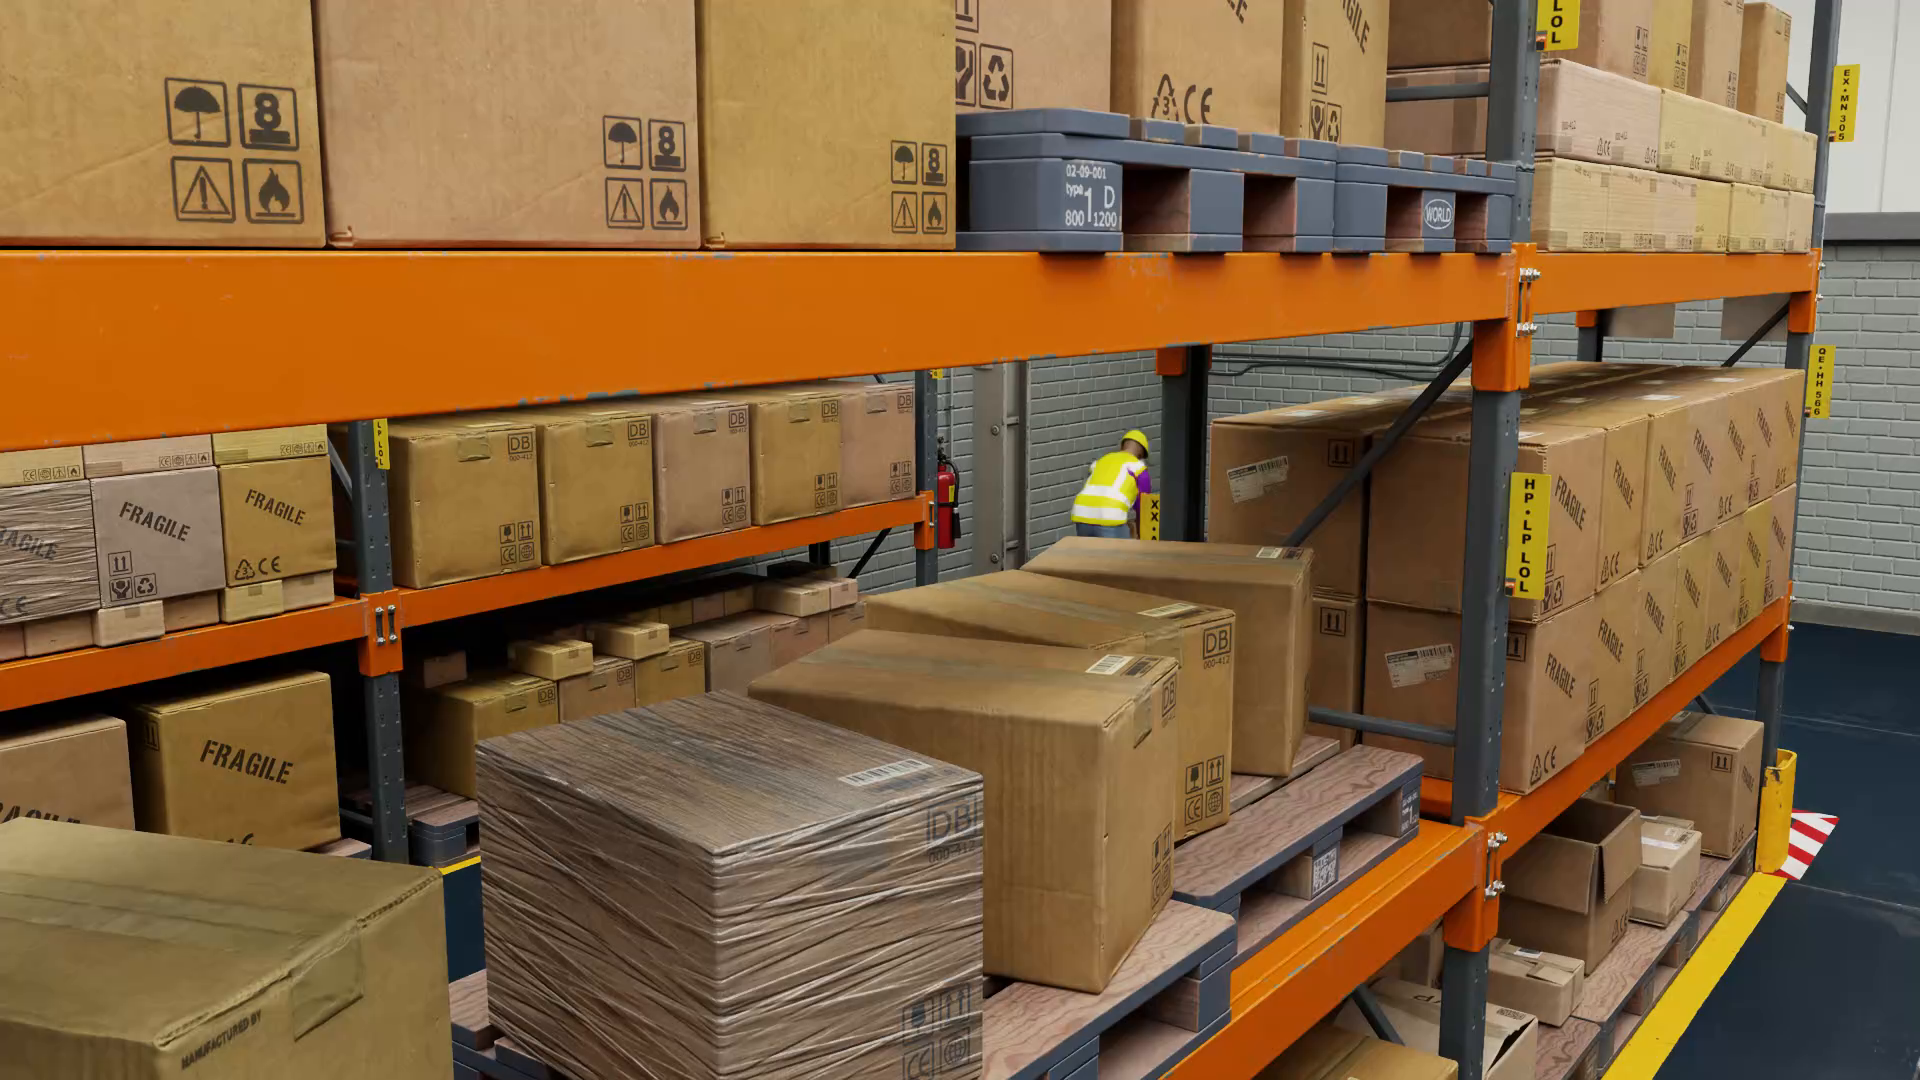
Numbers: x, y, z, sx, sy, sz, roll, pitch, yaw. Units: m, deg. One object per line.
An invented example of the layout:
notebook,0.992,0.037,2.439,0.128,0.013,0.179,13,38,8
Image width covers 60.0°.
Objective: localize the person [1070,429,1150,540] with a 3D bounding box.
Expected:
person,1.155,-0.056,12.434,0.487,1.499,0.831,7,12,34
